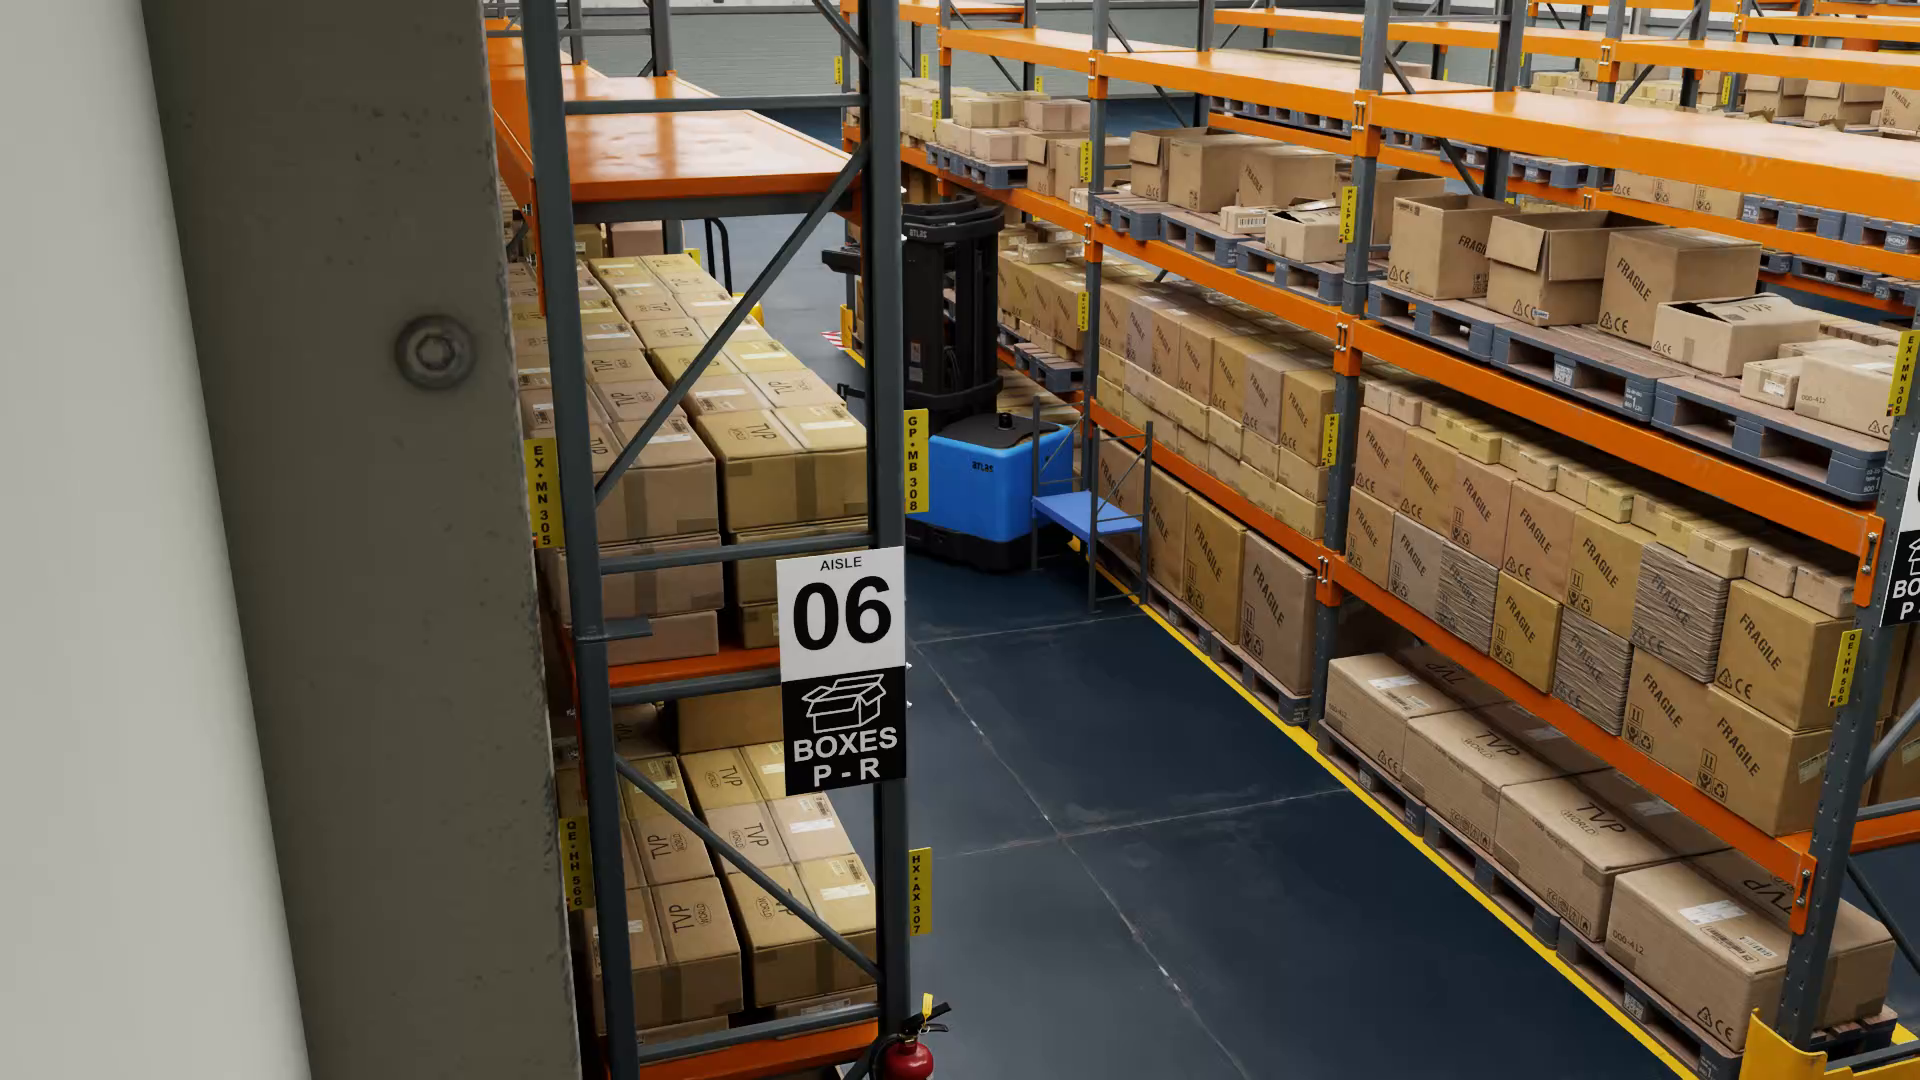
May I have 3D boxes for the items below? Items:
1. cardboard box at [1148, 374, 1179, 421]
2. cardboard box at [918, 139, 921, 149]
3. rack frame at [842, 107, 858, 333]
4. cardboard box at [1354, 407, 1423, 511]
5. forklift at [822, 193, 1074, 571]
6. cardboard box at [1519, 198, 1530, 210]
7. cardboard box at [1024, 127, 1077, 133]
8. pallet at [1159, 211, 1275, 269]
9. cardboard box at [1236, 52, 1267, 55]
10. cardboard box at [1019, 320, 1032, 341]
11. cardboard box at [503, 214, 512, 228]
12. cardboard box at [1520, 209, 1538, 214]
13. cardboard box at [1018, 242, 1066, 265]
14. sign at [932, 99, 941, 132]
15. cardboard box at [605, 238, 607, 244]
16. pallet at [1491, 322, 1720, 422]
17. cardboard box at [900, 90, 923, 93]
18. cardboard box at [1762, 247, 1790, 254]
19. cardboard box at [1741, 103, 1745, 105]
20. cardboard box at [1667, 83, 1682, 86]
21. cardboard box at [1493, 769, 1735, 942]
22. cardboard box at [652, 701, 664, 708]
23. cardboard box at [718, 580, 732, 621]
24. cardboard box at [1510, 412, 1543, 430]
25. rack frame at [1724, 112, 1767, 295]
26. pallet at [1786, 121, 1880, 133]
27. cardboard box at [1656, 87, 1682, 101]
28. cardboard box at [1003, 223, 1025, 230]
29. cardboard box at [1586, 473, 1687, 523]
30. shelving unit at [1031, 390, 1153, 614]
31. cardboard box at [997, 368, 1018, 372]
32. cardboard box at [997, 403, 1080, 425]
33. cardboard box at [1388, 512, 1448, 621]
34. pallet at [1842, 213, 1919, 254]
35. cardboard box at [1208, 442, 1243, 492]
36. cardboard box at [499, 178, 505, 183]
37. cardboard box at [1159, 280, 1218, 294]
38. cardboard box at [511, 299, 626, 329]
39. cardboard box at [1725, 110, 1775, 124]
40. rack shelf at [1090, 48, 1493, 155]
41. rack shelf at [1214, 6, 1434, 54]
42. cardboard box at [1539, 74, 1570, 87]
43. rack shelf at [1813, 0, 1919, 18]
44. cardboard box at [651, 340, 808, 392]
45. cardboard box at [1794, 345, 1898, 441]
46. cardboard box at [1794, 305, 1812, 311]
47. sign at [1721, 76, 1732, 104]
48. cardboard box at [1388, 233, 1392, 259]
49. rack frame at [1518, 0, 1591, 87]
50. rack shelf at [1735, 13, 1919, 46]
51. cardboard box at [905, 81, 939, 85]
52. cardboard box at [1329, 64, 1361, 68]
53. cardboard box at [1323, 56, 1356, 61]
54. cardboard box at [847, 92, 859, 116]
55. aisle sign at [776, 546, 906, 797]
[{"bbox_3d":[1.769,-1.101,12.666,0.500,0.250,0.500,-6,21,-17],"label":"cardboard box"},{"bbox_3d":[-0.242,-4.354,18.177,0.380,0.149,0.250,-7,21,-19],"label":"cardboard box"},{"bbox_3d":[-0.977,-4.019,21.310,1.000,3.000,0.127,-6,21,-17],"label":"rack frame"},{"bbox_3d":[2.714,-0.508,9.905,0.500,0.500,0.500,-6,21,-17],"label":"cardboard box"},{"bbox_3d":[-0.484,-1.513,14.434,3.031,2.935,1.130,15,25,37],"label":"forklift"},{"bbox_3d":[8.294,-4.837,23.958,0.380,0.149,0.250,-6,21,-17],"label":"cardboard box"},{"bbox_3d":[0.915,-3.776,15.795,0.500,0.250,0.500,-6,21,-16],"label":"cardboard box"},{"bbox_3d":[2.144,-2.215,12.129,1.003,0.211,1.213,-5,20,-15],"label":"pallet"},{"bbox_3d":[3.730,-6.106,21.106,0.380,0.149,0.250,-6,21,-17],"label":"cardboard box"},{"bbox_3d":[0.765,-1.935,15.256,0.380,0.149,0.250,-6,21,-16],"label":"cardboard box"},{"bbox_3d":[-2.631,-1.894,10.117,0.380,0.149,0.250,-6,21,-16],"label":"cardboard box"},{"bbox_3d":[5.589,-3.164,17.301,0.700,0.500,0.500,-7,21,-18],"label":"cardboard box"},{"bbox_3d":[0.755,-2.637,15.293,0.380,0.149,0.250,-7,21,-20],"label":"cardboard box"},{"bbox_3d":[-0.233,-4.331,16.974,0.100,0.325,0.005,-6,21,-17],"label":"sign"},{"bbox_3d":[-1.785,-1.624,9.367,0.380,0.149,0.250,-7,21,-18],"label":"cardboard box"},{"bbox_3d":[3.422,-0.884,8.274,1.003,0.211,1.213,-6,21,-17],"label":"pallet"},{"bbox_3d":[-0.605,-4.970,18.712,0.380,0.149,0.250,-6,21,-16],"label":"cardboard box"},{"bbox_3d":[9.805,-3.999,19.744,1.000,1.000,1.000,-6,21,-17],"label":"cardboard box"},{"bbox_3d":[9.790,-5.301,20.663,0.500,0.250,0.500,-7,21,-19],"label":"cardboard box"},{"bbox_3d":[9.433,-5.869,21.654,0.380,0.149,0.250,-7,21,-18],"label":"cardboard box"},{"bbox_3d":[3.454,1.629,8.752,0.875,0.438,0.875,-6,21,-16],"label":"cardboard box"},{"bbox_3d":[-1.209,0.749,7.816,0.500,0.250,0.500,-7,21,-18],"label":"cardboard box"},{"bbox_3d":[-0.646,0.142,5.659,0.380,0.149,0.250,-6,21,-16],"label":"cardboard box"},{"bbox_3d":[3.339,-0.670,9.398,0.380,0.149,0.250,-7,21,-18],"label":"cardboard box"},{"bbox_3d":[9.688,-3.789,20.667,1.000,3.000,0.127,-6,21,-17],"label":"rack frame"},{"bbox_3d":[10.110,-4.570,18.683,1.213,0.211,1.003,-6,21,-17],"label":"pallet"},{"bbox_3d":[9.042,-5.644,21.026,0.380,0.149,0.250,-7,21,-19],"label":"cardboard box"},{"bbox_3d":[0.643,-2.997,17.253,0.500,0.500,0.500,-7,21,-18],"label":"cardboard box"},{"bbox_3d":[3.296,-0.205,8.104,0.380,0.149,0.250,-6,21,-16],"label":"cardboard box"},{"bbox_3d":[1.028,-0.323,13.237,0.538,1.500,1.048,-8,21,-22],"label":"shelving unit"},{"bbox_3d":[0.351,-1.857,18.737,0.500,0.250,0.500,-7,21,-20],"label":"cardboard box"},{"bbox_3d":[0.897,-1.075,16.379,0.950,0.372,0.625,-6,21,-15],"label":"cardboard box"},{"bbox_3d":[2.848,0.125,9.624,0.500,0.500,0.500,-6,21,-17],"label":"cardboard box"},{"bbox_3d":[7.369,-2.260,12.251,1.213,0.211,1.003,-6,21,-17],"label":"pallet"},{"bbox_3d":[2.115,-0.543,11.852,0.500,0.250,0.500,-7,21,-19],"label":"cardboard box"},{"bbox_3d":[-3.320,-2.445,11.680,0.380,0.149,0.250,-7,21,-19],"label":"cardboard box"},{"bbox_3d":[1.948,-1.832,13.592,0.500,0.500,0.500,-7,21,-19],"label":"cardboard box"},{"bbox_3d":[-1.693,-0.840,7.062,0.500,0.250,0.500,-7,21,-18],"label":"cardboard box"},{"bbox_3d":[6.754,-3.564,14.325,0.396,0.266,0.258,-6,21,-17],"label":"cardboard box"},{"bbox_3d":[2.166,-3.107,11.550,1.077,0.370,4.000,-6,21,-17],"label":"rack shelf"},{"bbox_3d":[4.319,-6.233,20.252,1.077,0.370,4.000,-6,21,-17],"label":"rack shelf"},{"bbox_3d":[8.287,-6.395,23.117,0.380,0.149,0.250,-6,21,-16],"label":"cardboard box"},{"bbox_3d":[13.761,-7.253,23.094,1.077,0.370,4.000,-6,21,-17],"label":"rack shelf"},{"bbox_3d":[-0.873,-0.567,6.302,0.500,0.250,0.500,-7,21,-18],"label":"cardboard box"},{"bbox_3d":[3.825,-0.606,6.820,0.500,0.250,0.500,-8,21,-22],"label":"cardboard box"},{"bbox_3d":[7.111,-1.933,14.372,0.380,0.149,0.250,-6,21,-17],"label":"cardboard box"},{"bbox_3d":[9.175,-5.384,19.906,0.100,0.325,0.005,-6,21,-17],"label":"sign"},{"bbox_3d":[2.970,-1.912,10.584,0.396,0.266,0.258,-7,21,-18],"label":"cardboard box"},{"bbox_3d":[8.431,-7.896,23.227,1.000,3.000,0.127,-6,21,-17],"label":"rack frame"},{"bbox_3d":[10.317,-5.443,18.056,1.077,0.370,4.000,-6,21,-17],"label":"rack shelf"},{"bbox_3d":[-0.448,-5.444,20.031,0.380,0.149,0.250,-7,21,-18],"label":"cardboard box"},{"bbox_3d":[4.451,-5.372,19.062,0.380,0.149,0.250,-6,21,-17],"label":"cardboard box"},{"bbox_3d":[4.678,-5.849,20.388,0.380,0.149,0.250,-6,21,-17],"label":"cardboard box"},{"bbox_3d":[-1.072,-5.311,20.250,0.500,0.250,0.500,-7,21,-18],"label":"cardboard box"},{"bbox_3d":[-0.359,0.411,5.130,0.394,0.787,0.004,-6,21,-17],"label":"aisle sign"}]
